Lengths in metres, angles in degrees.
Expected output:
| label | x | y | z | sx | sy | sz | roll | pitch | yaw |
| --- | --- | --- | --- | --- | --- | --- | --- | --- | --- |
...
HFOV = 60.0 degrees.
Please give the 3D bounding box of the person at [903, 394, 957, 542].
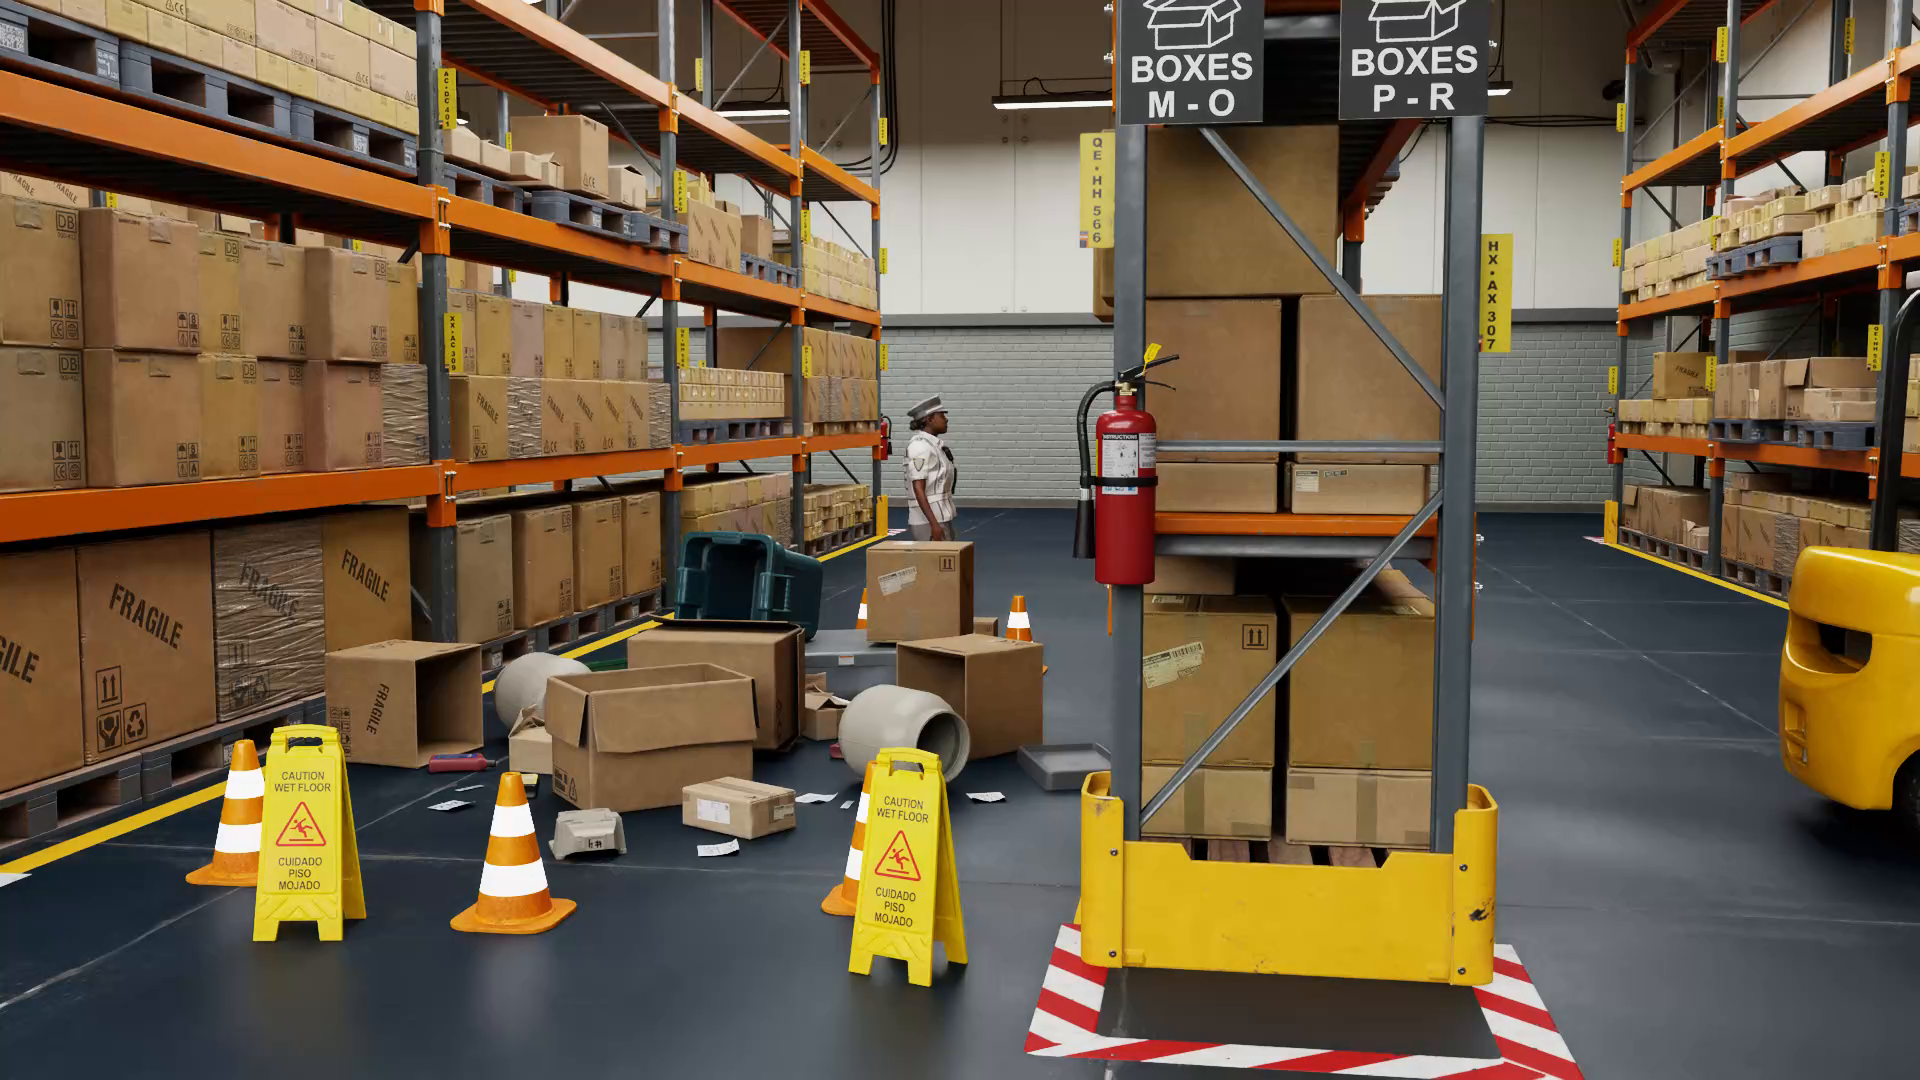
| label | x | y | z | sx | sy | sz | roll | pitch | yaw |
| --- | --- | --- | --- | --- | --- | --- | --- | --- | --- |
| person | -0.099 | -0.088 | 10.676 | 0.528 | 1.697 | 0.570 | 1 | 5 | 9 |
